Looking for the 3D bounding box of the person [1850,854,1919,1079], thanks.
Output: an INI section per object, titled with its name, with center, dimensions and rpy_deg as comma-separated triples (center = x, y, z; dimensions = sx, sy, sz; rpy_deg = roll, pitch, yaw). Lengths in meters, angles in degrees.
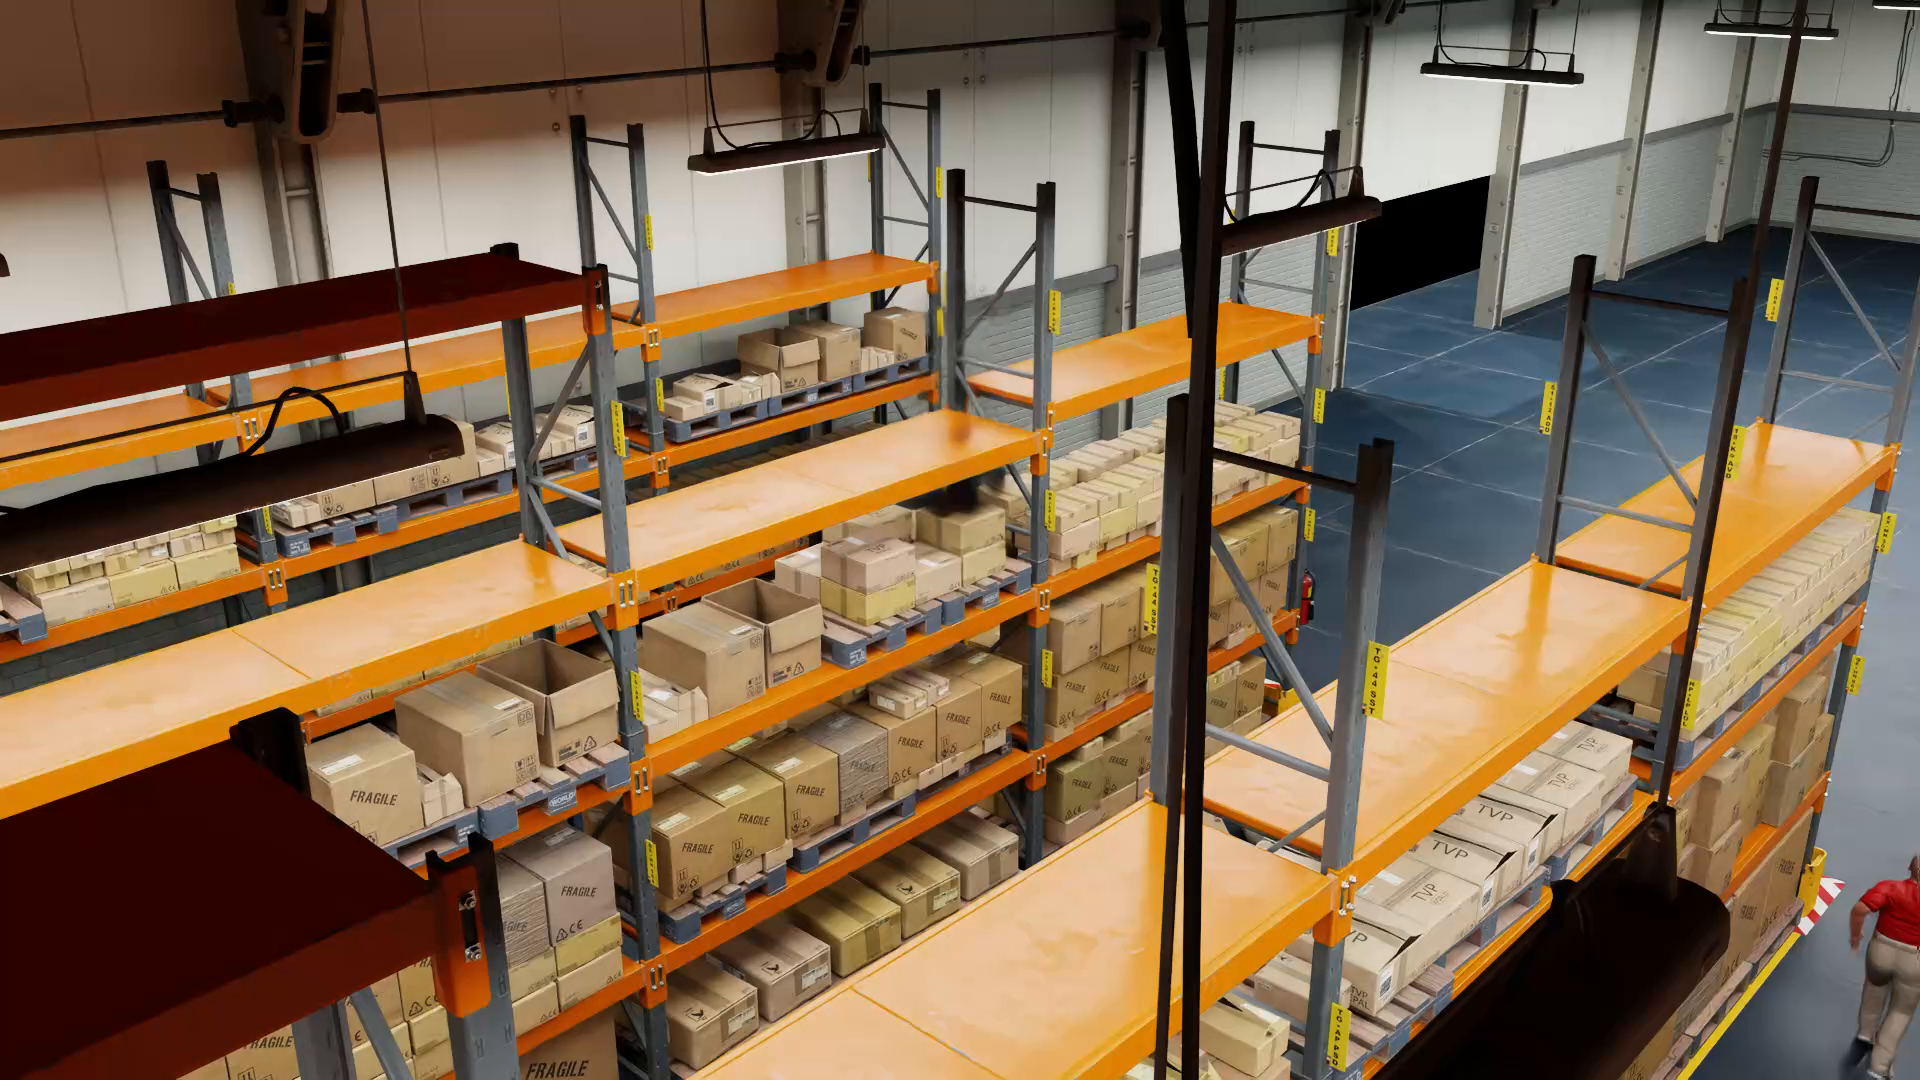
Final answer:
[person]
center = 6.681, 3.034, 11.834
dimensions = 0.678, 1.806, 0.810
rpy_deg = 17, 27, 37
